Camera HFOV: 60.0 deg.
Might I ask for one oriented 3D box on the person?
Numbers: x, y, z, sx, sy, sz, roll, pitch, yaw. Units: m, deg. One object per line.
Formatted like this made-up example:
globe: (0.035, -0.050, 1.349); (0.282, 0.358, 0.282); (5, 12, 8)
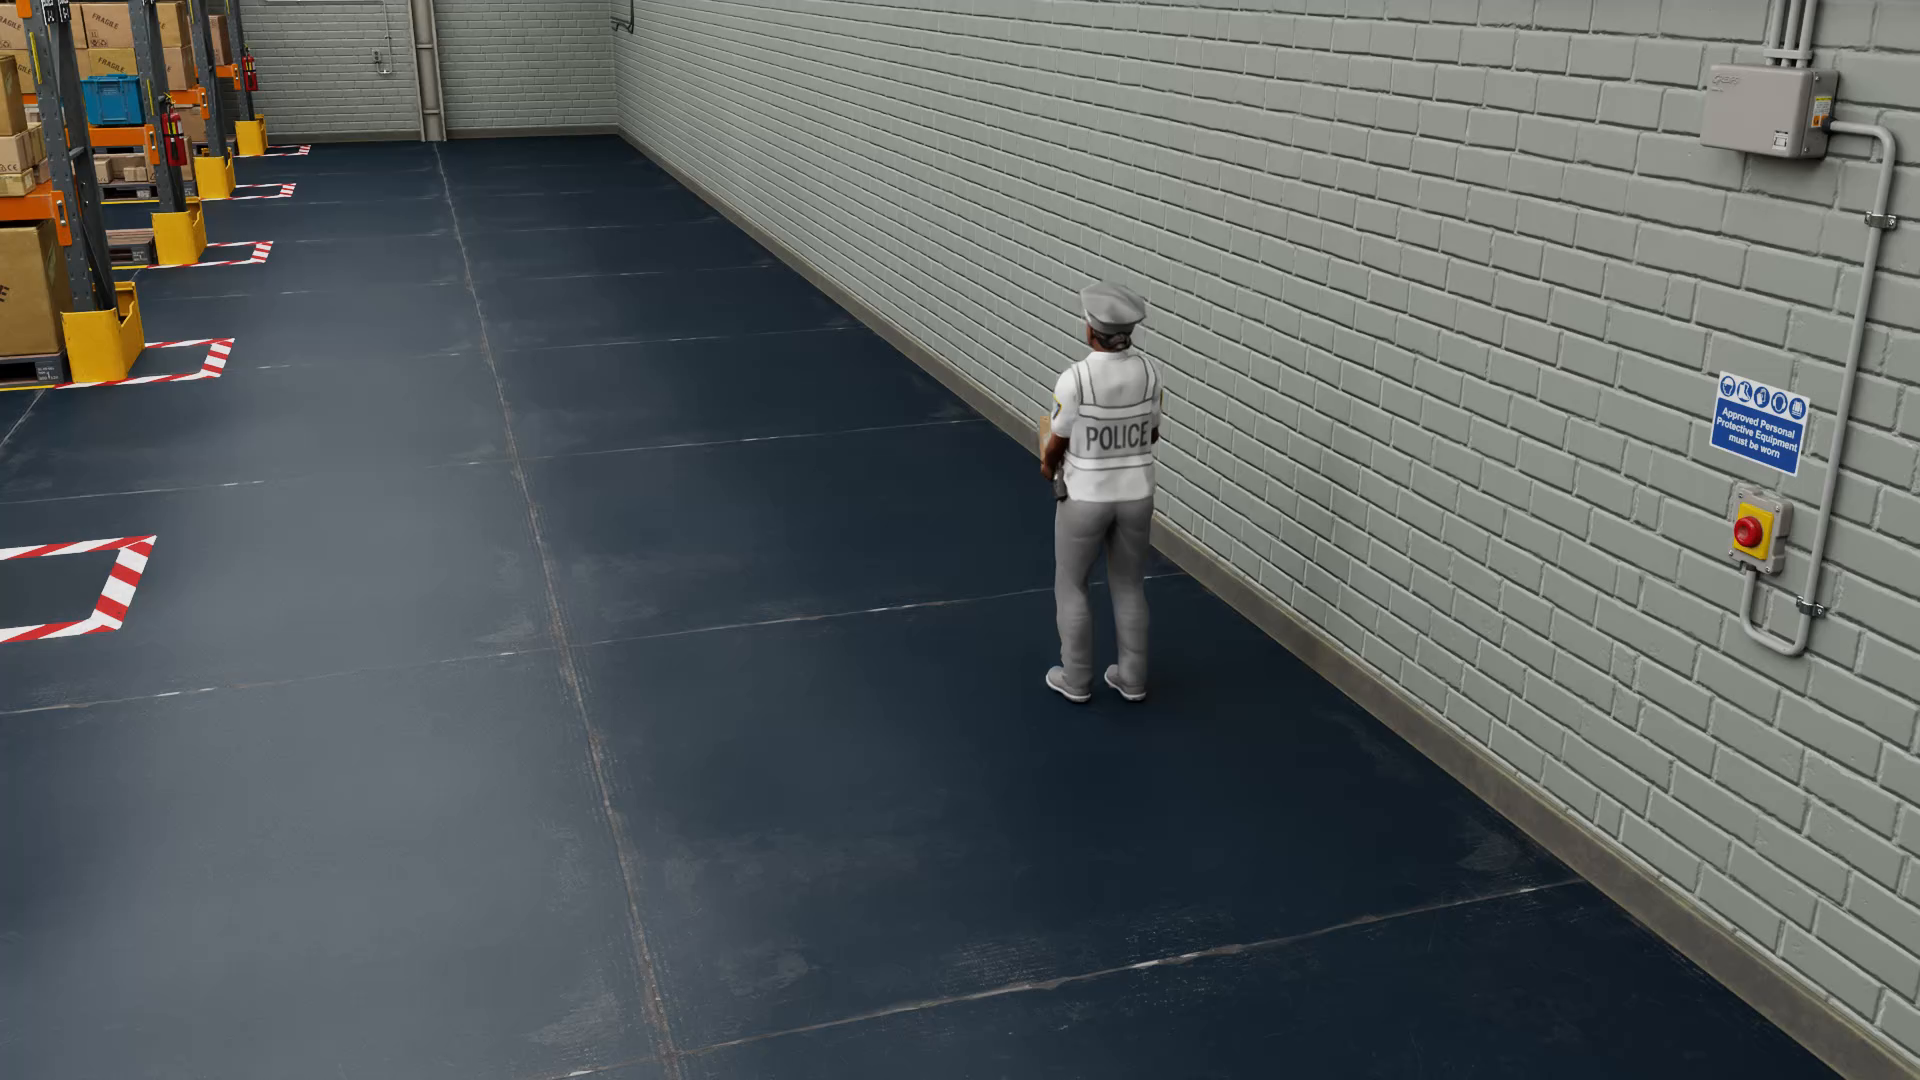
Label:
person: (0.535, -0.185, 6.546); (0.464, 1.692, 0.507); (-6, 20, -17)
